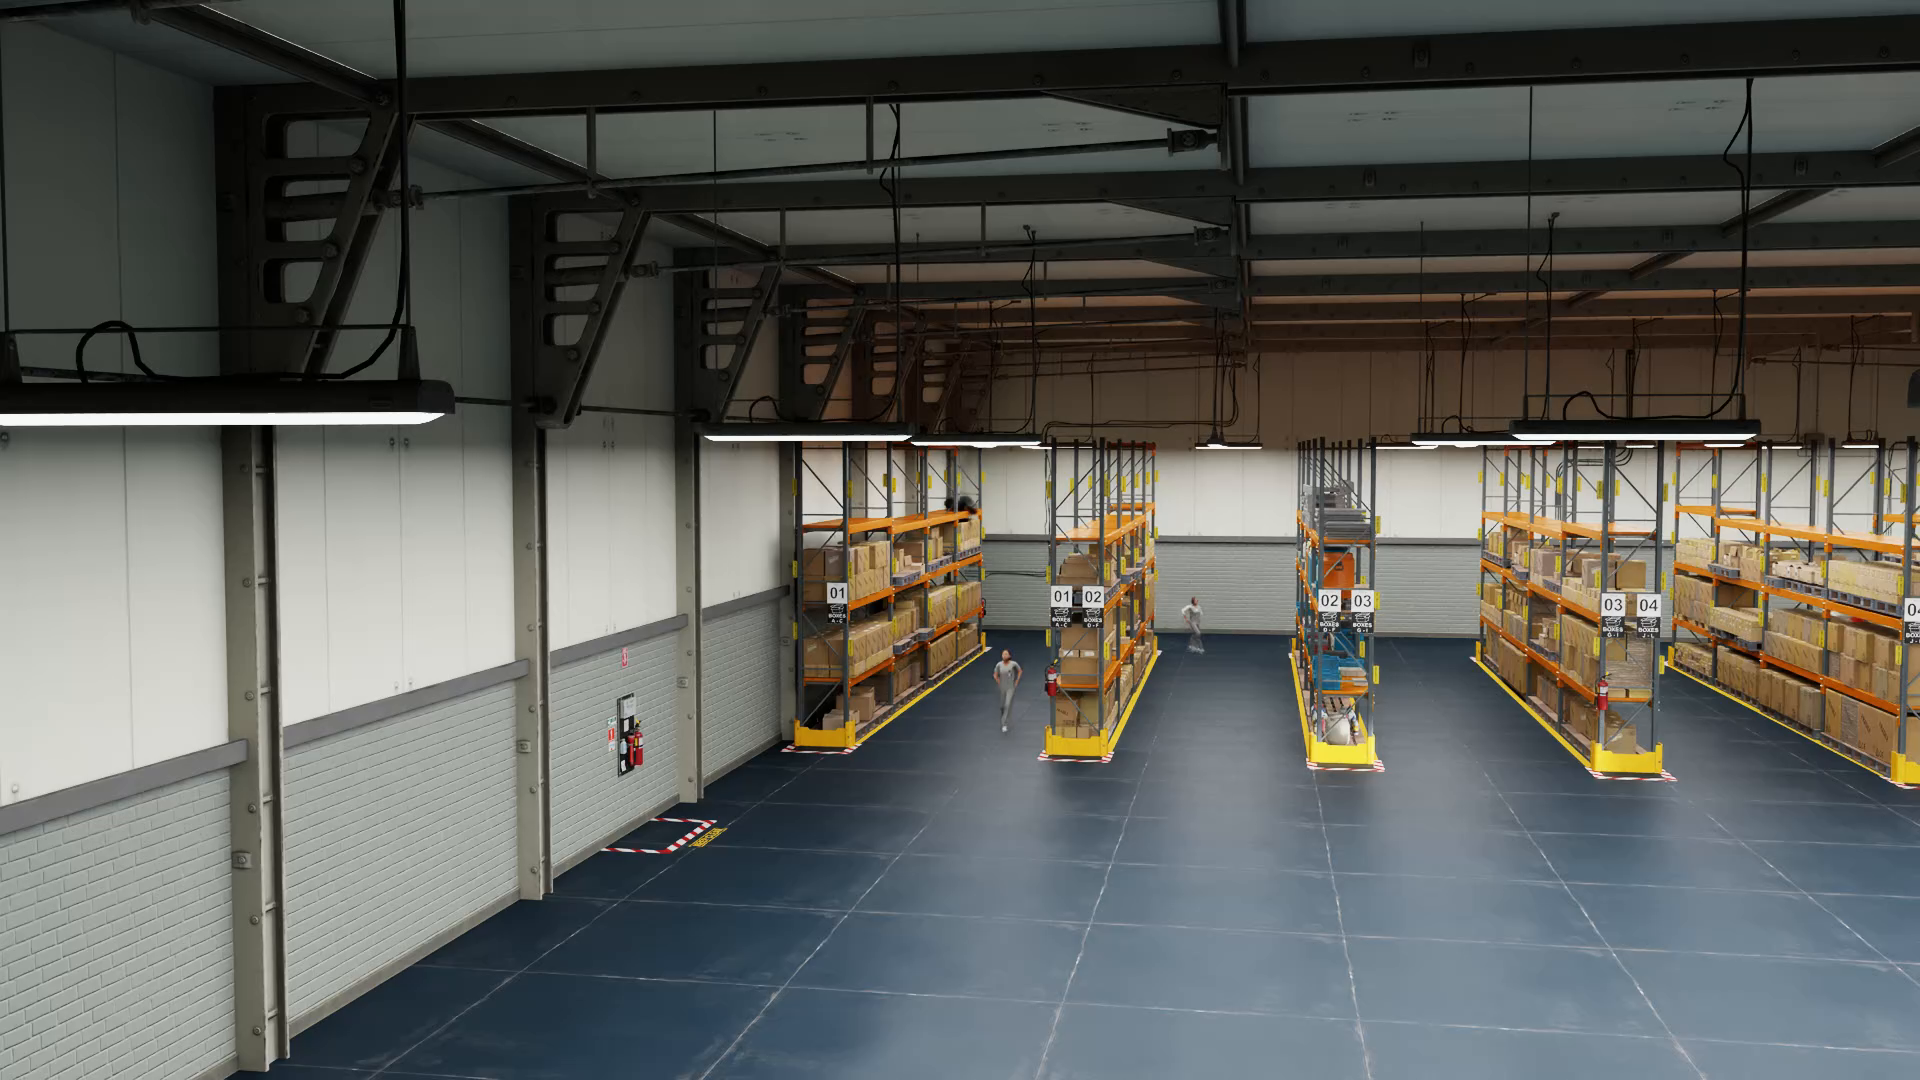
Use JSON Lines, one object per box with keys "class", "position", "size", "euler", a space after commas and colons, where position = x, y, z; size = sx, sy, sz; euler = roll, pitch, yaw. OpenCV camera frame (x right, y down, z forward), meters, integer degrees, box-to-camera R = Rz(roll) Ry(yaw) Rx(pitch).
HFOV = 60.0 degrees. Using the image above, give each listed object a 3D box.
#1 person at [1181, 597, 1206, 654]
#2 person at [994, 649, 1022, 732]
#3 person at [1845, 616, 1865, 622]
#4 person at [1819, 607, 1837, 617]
{"class": "person", "position": [6.648, 2.433, 47.332], "size": [0.591, 1.594, 0.729], "euler": [-2, 4, -35]}
{"class": "person", "position": [0.987, 3.080, 34.422], "size": [0.577, 1.669, 0.895], "euler": [1, 3, 12]}
{"class": "person", "position": [24.313, 2.468, 45.051], "size": [0.878, 1.746, 0.679], "euler": [1, 3, 21]}
{"class": "person", "position": [23.513, 2.465, 45.190], "size": [0.888, 1.783, 0.663], "euler": [0, 3, 7]}
